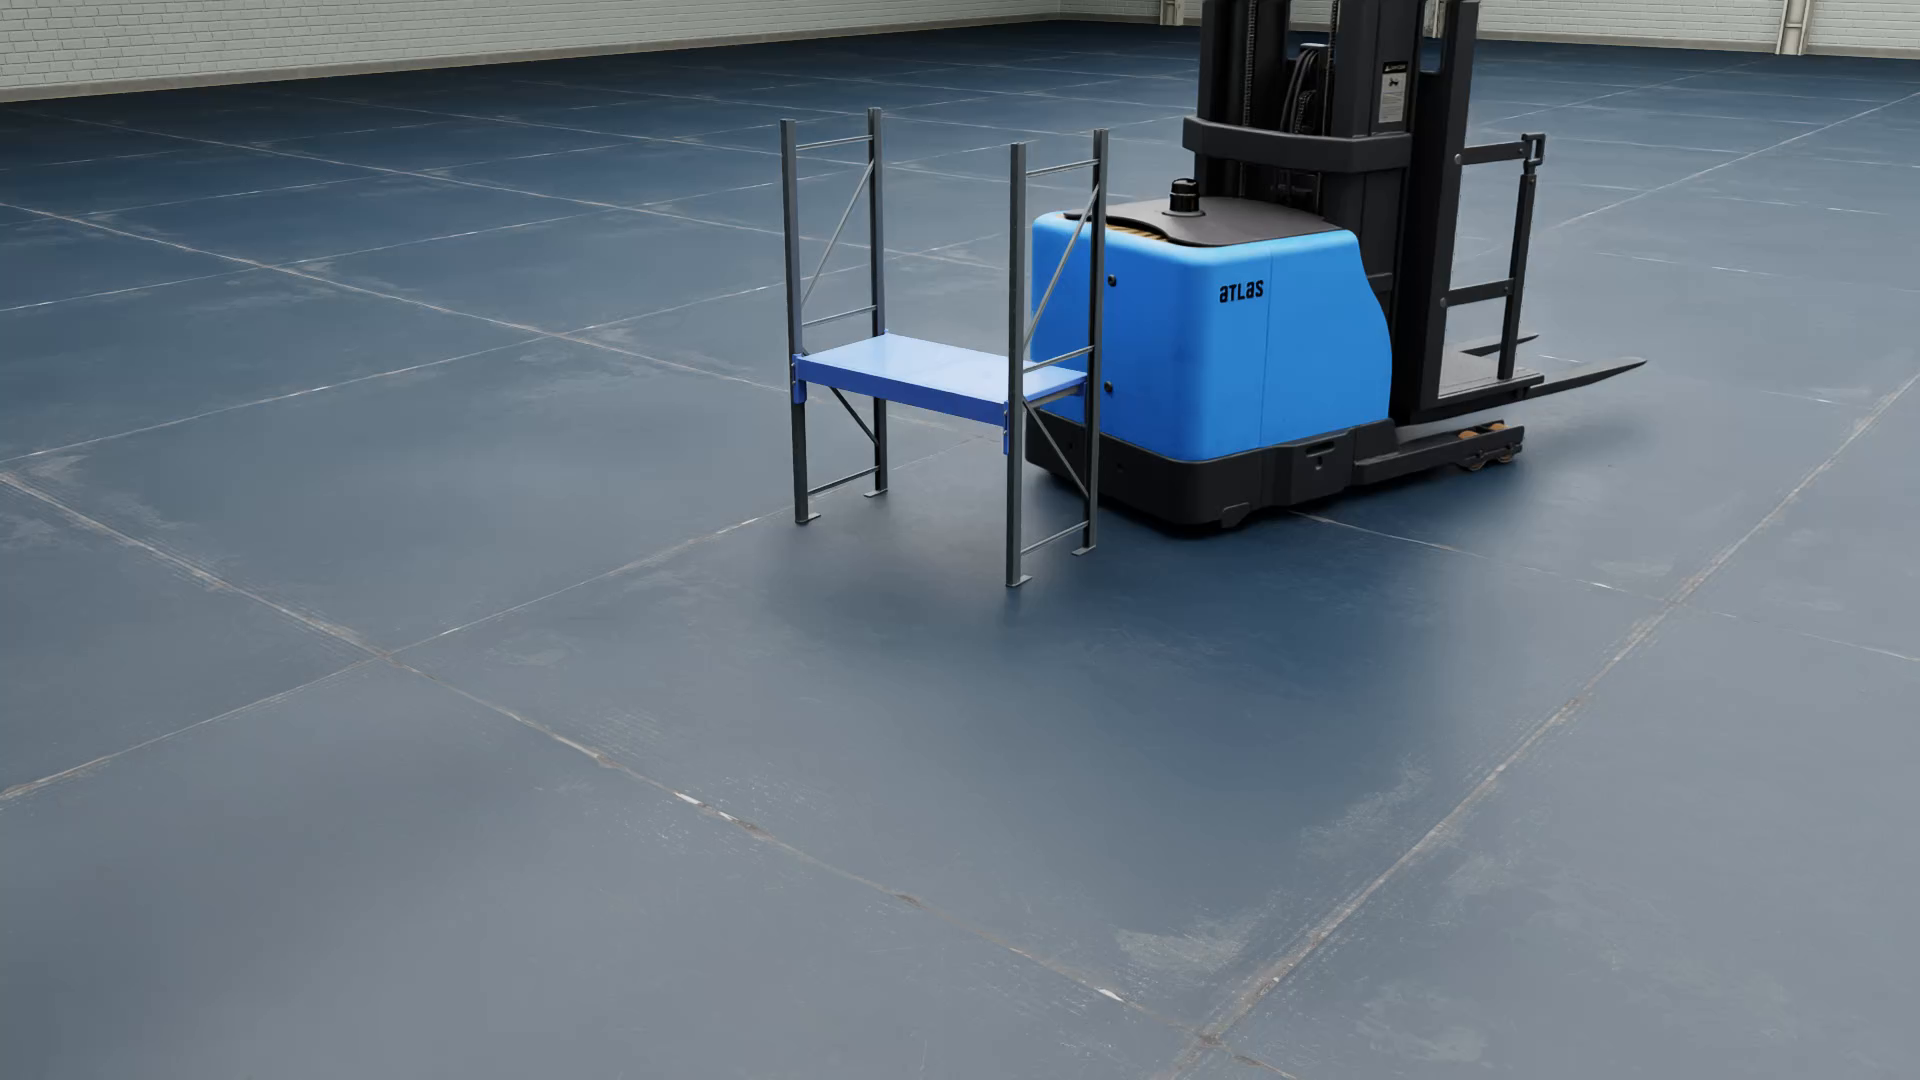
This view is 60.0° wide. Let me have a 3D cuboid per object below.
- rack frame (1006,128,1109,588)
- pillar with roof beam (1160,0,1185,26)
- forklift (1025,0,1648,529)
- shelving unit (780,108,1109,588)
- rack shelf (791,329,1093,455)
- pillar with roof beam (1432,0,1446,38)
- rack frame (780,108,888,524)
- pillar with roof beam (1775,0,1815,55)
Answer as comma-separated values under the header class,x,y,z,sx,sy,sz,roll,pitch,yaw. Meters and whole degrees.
class,x,y,z,sx,sy,sz,roll,pitch,yaw
rack frame,0.328,-0.607,5.653,0.032,1.500,0.500,16,26,36
pillar with roof beam,1.672,-13.721,29.801,0.400,9.000,9.100,16,26,36
forklift,1.774,-1.798,6.783,3.031,2.935,1.130,-14,25,-32
shelving unit,-0.066,-0.721,5.954,1.048,1.500,0.538,16,26,36
rack shelf,-0.066,-0.552,6.017,1.000,0.185,0.538,16,26,36
pillar with roof beam,6.320,-12.383,26.251,0.400,9.000,9.100,16,26,36
rack frame,-0.460,-0.834,6.255,0.032,1.500,0.500,16,26,36
pillar with roof beam,10.969,-11.044,22.701,0.400,9.000,9.100,16,26,36
